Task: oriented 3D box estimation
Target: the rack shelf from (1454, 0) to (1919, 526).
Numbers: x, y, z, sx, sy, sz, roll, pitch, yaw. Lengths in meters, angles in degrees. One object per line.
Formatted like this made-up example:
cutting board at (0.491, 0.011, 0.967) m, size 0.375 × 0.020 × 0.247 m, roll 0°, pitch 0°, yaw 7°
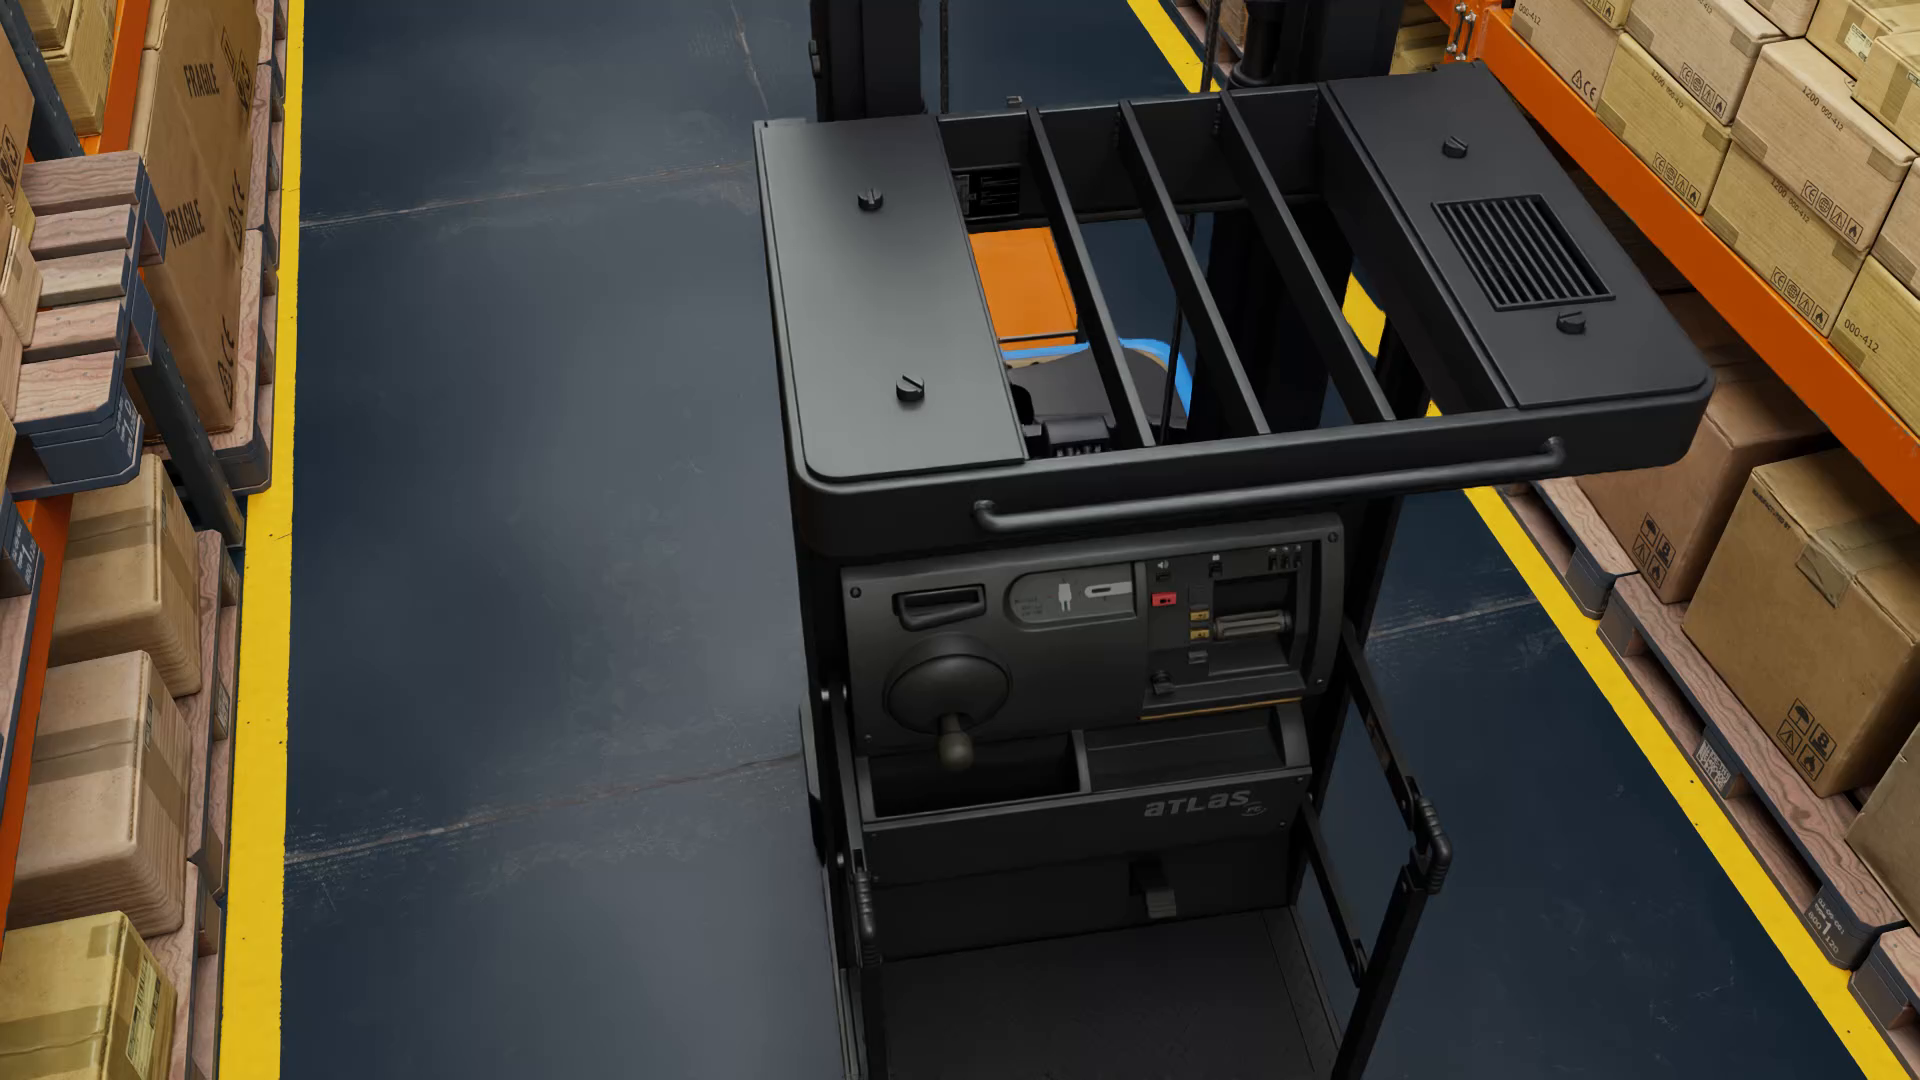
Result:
rack shelf at (2.561, -0.251, 3.899) m, size 1.077 × 0.370 × 4.000 m, roll -11°, pitch 47°, yaw -10°

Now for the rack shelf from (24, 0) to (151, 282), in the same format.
rack shelf at (-3.260, -2.103, 5.714) m, size 1.077 × 0.370 × 4.000 m, roll -11°, pitch 47°, yaw -10°

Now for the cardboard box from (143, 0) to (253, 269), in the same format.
cardboard box at (-3.069, -1.485, 5.799) m, size 0.875 × 0.875 × 0.875 m, roll -10°, pitch 46°, yaw -10°

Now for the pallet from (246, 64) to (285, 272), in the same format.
pallet at (-3.186, -1.396, 6.471) m, size 1.003 × 0.211 × 1.213 m, roll -11°, pitch 47°, yaw -10°

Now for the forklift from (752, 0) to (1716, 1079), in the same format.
forklift at (0.288, 0.284, 2.919) m, size 1.130 × 2.935 × 3.031 m, roll -6°, pitch 46°, yaw -6°

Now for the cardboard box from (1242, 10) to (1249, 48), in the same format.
cardboard box at (1.479, -2.117, 6.680) m, size 0.500 × 0.500 × 0.500 m, roll -9°, pitch 46°, yaw -9°

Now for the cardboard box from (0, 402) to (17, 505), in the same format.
cardboard box at (-2.049, -0.149, 3.178) m, size 0.380 × 0.149 × 0.250 m, roll -10°, pitch 46°, yaw -10°

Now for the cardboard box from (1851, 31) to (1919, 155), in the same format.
cardboard box at (2.187, -0.983, 3.589) m, size 0.380 × 0.149 × 0.250 m, roll -10°, pitch 46°, yaw -9°

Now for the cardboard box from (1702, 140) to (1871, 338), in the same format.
cardboard box at (2.189, -0.778, 4.017) m, size 0.500 × 0.250 × 0.500 m, roll -12°, pitch 47°, yaw -12°

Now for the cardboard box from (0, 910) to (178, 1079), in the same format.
cardboard box at (-2.228, 1.224, 3.496) m, size 0.950 × 0.372 × 0.625 m, roll -9°, pitch 46°, yaw -9°

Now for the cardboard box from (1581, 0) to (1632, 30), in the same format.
cardboard box at (1.903, -1.651, 4.522) m, size 0.500 × 0.250 × 0.500 m, roll -11°, pitch 47°, yaw -10°

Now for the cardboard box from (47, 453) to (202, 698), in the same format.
cardboard box at (-2.613, 0.191, 4.508) m, size 0.950 × 0.372 × 0.625 m, roll -14°, pitch 47°, yaw -13°

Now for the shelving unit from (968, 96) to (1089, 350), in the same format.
shelving unit at (0.017, -0.538, 4.990) m, size 0.538 × 1.125 × 1.048 m, roll -7°, pitch 46°, yaw -6°

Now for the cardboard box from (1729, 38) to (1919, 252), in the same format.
cardboard box at (2.170, -0.945, 3.830) m, size 0.500 × 0.250 × 0.500 m, roll -12°, pitch 47°, yaw -11°

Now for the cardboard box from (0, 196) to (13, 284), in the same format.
cardboard box at (-2.220, -0.642, 3.206) m, size 0.500 × 0.500 × 0.500 m, roll -11°, pitch 47°, yaw -11°

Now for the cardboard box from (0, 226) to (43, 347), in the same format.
cardboard box at (-2.190, -0.512, 3.533) m, size 0.380 × 0.149 × 0.250 m, roll -11°, pitch 47°, yaw -11°

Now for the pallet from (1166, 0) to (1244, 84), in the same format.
pallet at (1.586, -2.271, 7.328) m, size 1.003 × 0.211 × 1.213 m, roll -11°, pitch 47°, yaw -10°

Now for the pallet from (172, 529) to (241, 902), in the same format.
pallet at (-2.549, 0.542, 4.571) m, size 1.003 × 0.211 × 1.213 m, roll -11°, pitch 47°, yaw -10°

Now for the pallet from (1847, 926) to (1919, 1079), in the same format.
pallet at (2.847, 1.352, 3.777) m, size 1.003 × 0.211 × 1.213 m, roll -11°, pitch 47°, yaw -10°

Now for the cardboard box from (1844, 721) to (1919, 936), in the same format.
cardboard box at (2.738, 0.667, 3.865) m, size 0.875 × 0.625 × 0.625 m, roll -11°, pitch 47°, yaw -11°

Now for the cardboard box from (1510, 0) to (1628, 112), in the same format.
cardboard box at (1.927, -1.480, 4.705) m, size 0.500 × 0.250 × 0.500 m, roll -11°, pitch 47°, yaw -10°

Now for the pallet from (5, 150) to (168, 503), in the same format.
pallet at (-2.462, -0.434, 3.709) m, size 1.213 × 0.211 × 1.003 m, roll -11°, pitch 47°, yaw -10°

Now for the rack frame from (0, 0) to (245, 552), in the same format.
rack frame at (-2.748, -0.974, 4.104) m, size 1.000 × 3.000 × 0.127 m, roll -11°, pitch 47°, yaw -10°

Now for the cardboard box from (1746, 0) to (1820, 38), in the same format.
cardboard box at (2.086, -1.337, 3.936) m, size 0.380 × 0.149 × 0.250 m, roll -10°, pitch 46°, yaw -10°

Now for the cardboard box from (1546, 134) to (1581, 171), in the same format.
cardboard box at (2.212, -1.498, 6.074) m, size 0.500 × 0.500 × 0.500 m, roll -9°, pitch 46°, yaw -9°

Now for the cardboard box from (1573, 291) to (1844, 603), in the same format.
cardboard box at (2.371, -0.317, 4.829) m, size 0.875 × 0.625 × 0.625 m, roll -9°, pitch 46°, yaw -9°

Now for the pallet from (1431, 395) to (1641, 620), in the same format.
pallet at (2.222, -0.332, 5.428) m, size 1.003 × 0.211 × 1.213 m, roll -11°, pitch 47°, yaw -10°

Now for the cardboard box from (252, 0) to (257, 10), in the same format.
cardboard box at (-3.536, -2.725, 7.014) m, size 0.875 × 0.875 × 0.875 m, roll -9°, pitch 46°, yaw -9°

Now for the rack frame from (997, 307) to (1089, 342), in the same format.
rack frame at (0.097, -0.179, 4.638) m, size 0.500 × 1.125 × 0.032 m, roll -7°, pitch 46°, yaw -6°

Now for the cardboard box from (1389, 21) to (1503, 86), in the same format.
cardboard box at (1.678, -1.677, 5.796) m, size 0.380 × 0.149 × 0.250 m, roll -13°, pitch 47°, yaw -12°

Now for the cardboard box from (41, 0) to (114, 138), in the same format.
cardboard box at (-2.630, -1.305, 4.534) m, size 0.500 × 0.250 × 0.500 m, roll -11°, pitch 47°, yaw -11°
